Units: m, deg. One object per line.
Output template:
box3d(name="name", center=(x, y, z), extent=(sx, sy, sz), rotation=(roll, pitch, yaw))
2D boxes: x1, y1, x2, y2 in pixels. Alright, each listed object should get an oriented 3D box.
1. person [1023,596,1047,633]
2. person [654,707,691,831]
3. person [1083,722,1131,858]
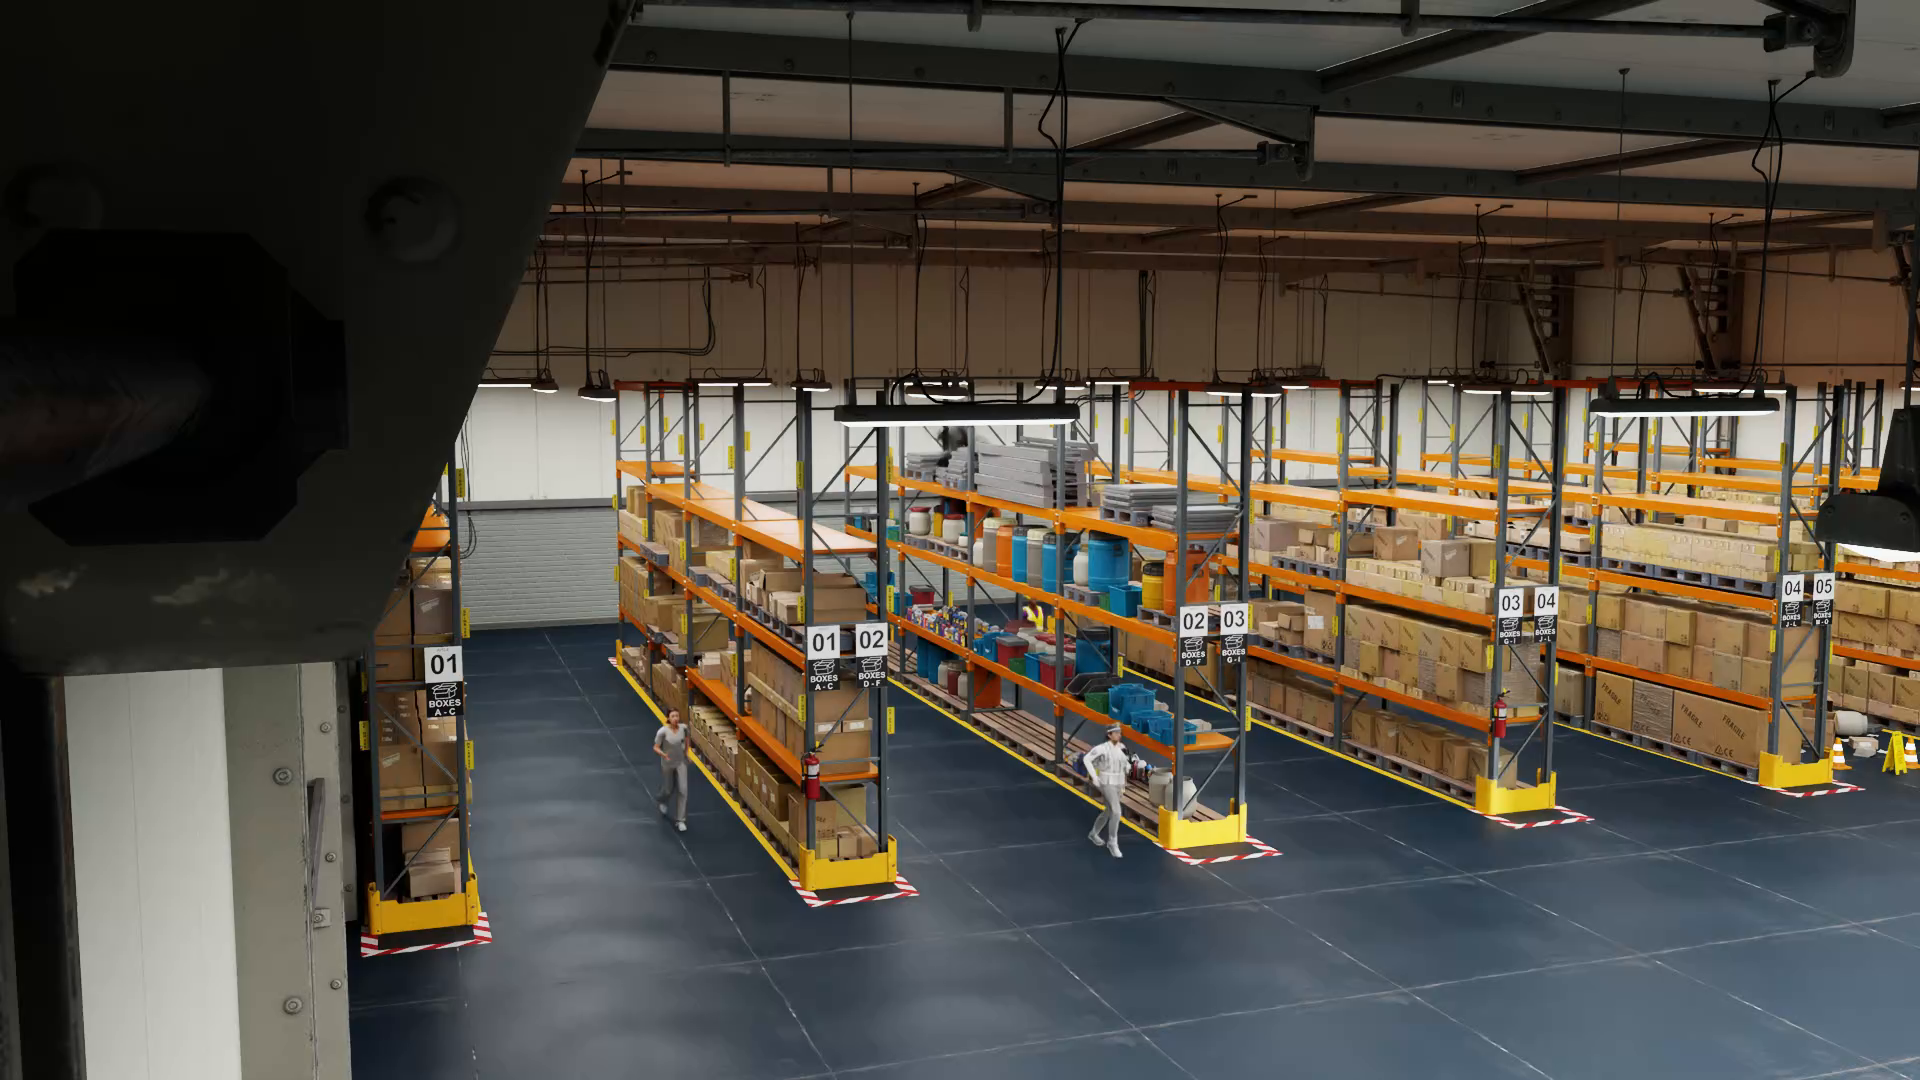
box3d(name="person", center=(1.504, 1.925, 33.553), extent=(0.692, 1.720, 0.591), rotation=(-3, 7, -28))
box3d(name="person", center=(-3.952, 3.099, 22.855), extent=(0.552, 1.639, 0.933), rotation=(-3, 7, -25))
box3d(name="person", center=(1.967, 3.219, 21.648), extent=(0.589, 1.726, 0.675), rotation=(-5, 8, -41))
